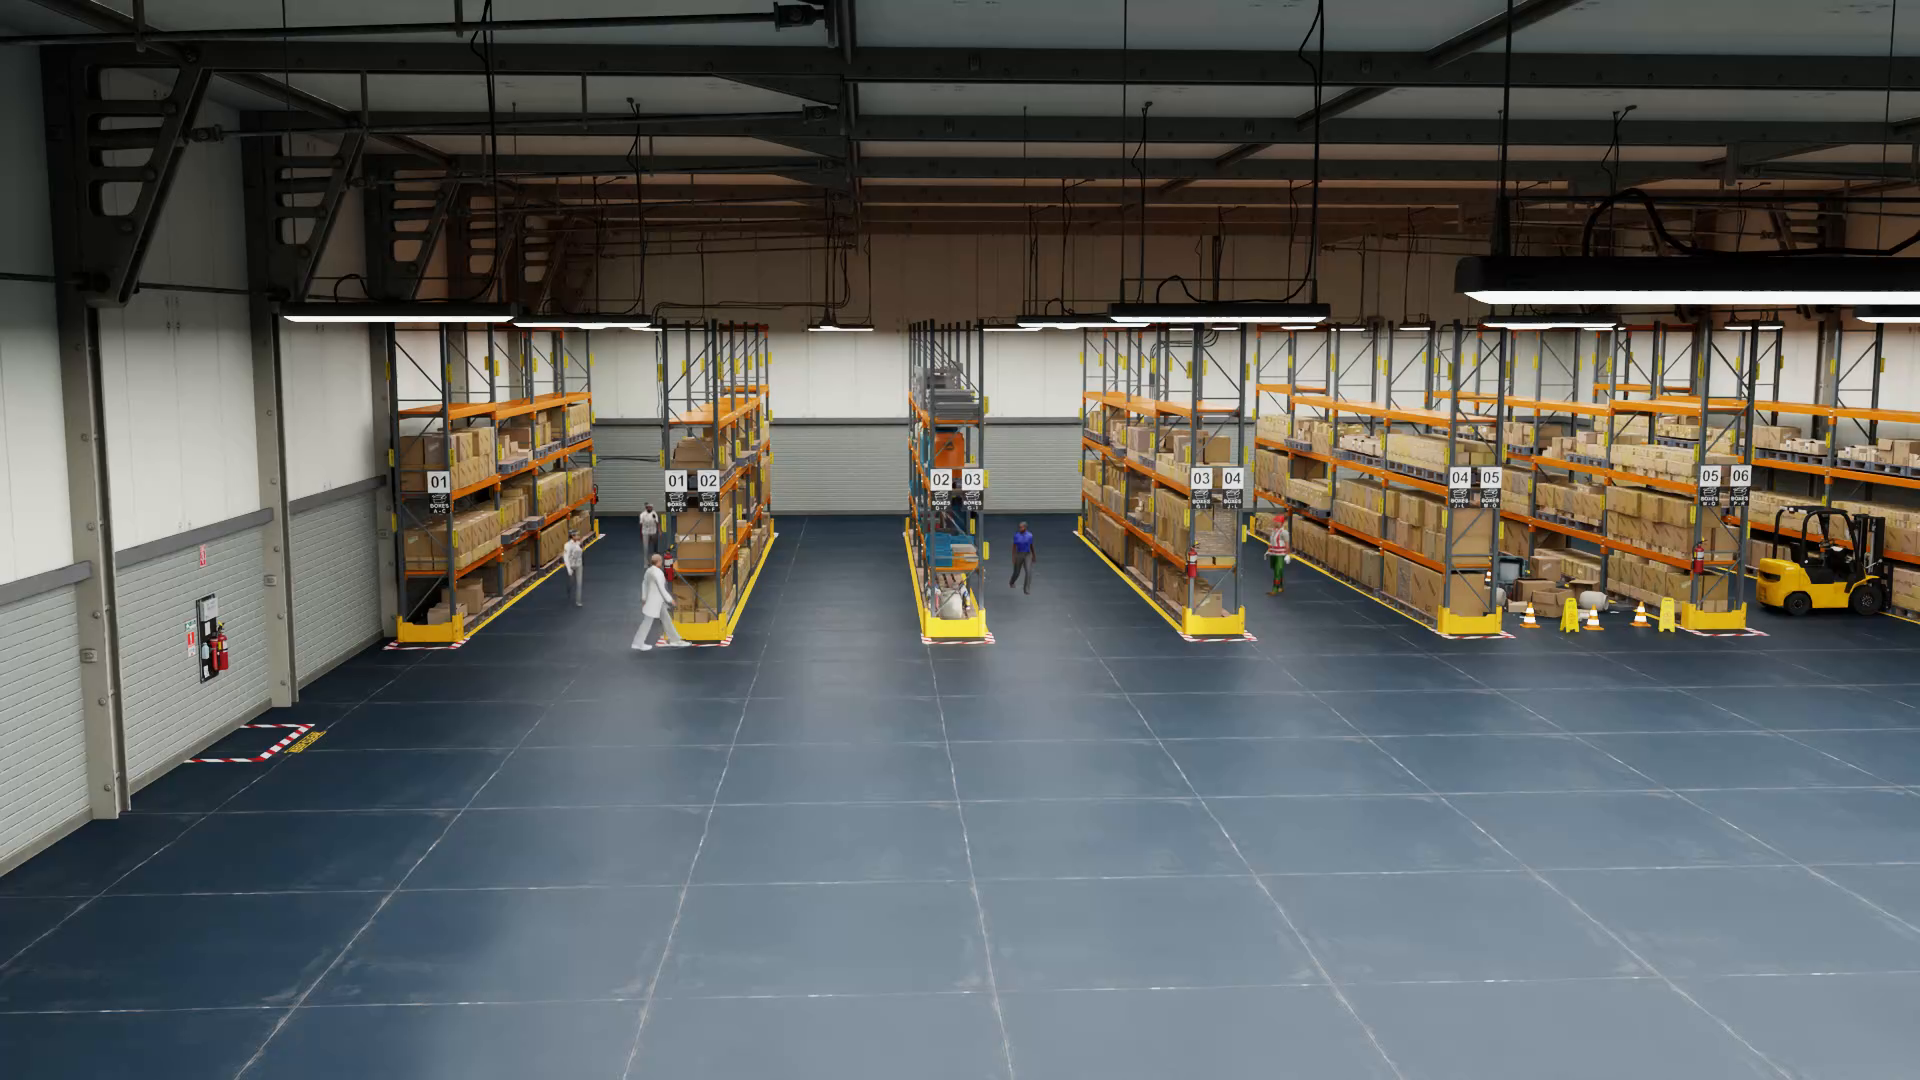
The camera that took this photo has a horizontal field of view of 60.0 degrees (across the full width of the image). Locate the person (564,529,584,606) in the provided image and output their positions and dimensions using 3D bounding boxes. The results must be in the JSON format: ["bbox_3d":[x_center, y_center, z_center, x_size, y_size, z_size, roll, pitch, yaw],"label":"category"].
[{"bbox_3d":[-8.185,0.561,35.239,0.435,1.627,0.928,-2,7,-17],"label":"person"}]

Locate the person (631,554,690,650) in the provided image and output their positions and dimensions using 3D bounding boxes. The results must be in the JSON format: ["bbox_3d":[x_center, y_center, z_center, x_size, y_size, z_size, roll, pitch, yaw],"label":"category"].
[{"bbox_3d":[-5.420,1.117,30.062,1.064,1.733,0.550,-1,7,-12],"label":"person"}]

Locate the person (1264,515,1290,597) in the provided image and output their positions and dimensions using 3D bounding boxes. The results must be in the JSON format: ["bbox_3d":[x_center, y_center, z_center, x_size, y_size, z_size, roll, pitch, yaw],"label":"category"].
[{"bbox_3d":[6.935,0.338,36.533,0.610,1.758,0.916,7,10,44],"label":"person"}]

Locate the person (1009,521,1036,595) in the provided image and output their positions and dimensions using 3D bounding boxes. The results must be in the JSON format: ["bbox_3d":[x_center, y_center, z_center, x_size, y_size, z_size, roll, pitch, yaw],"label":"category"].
[{"bbox_3d":[1.398,0.371,36.701,0.569,1.600,0.898,-2,7,-17],"label":"person"}]

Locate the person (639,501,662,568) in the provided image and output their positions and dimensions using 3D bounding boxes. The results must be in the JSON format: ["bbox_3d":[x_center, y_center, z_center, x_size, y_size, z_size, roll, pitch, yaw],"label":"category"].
[{"bbox_3d":[-7.637,-0.154,41.023,0.565,1.627,0.987,-1,7,-4],"label":"person"}]
